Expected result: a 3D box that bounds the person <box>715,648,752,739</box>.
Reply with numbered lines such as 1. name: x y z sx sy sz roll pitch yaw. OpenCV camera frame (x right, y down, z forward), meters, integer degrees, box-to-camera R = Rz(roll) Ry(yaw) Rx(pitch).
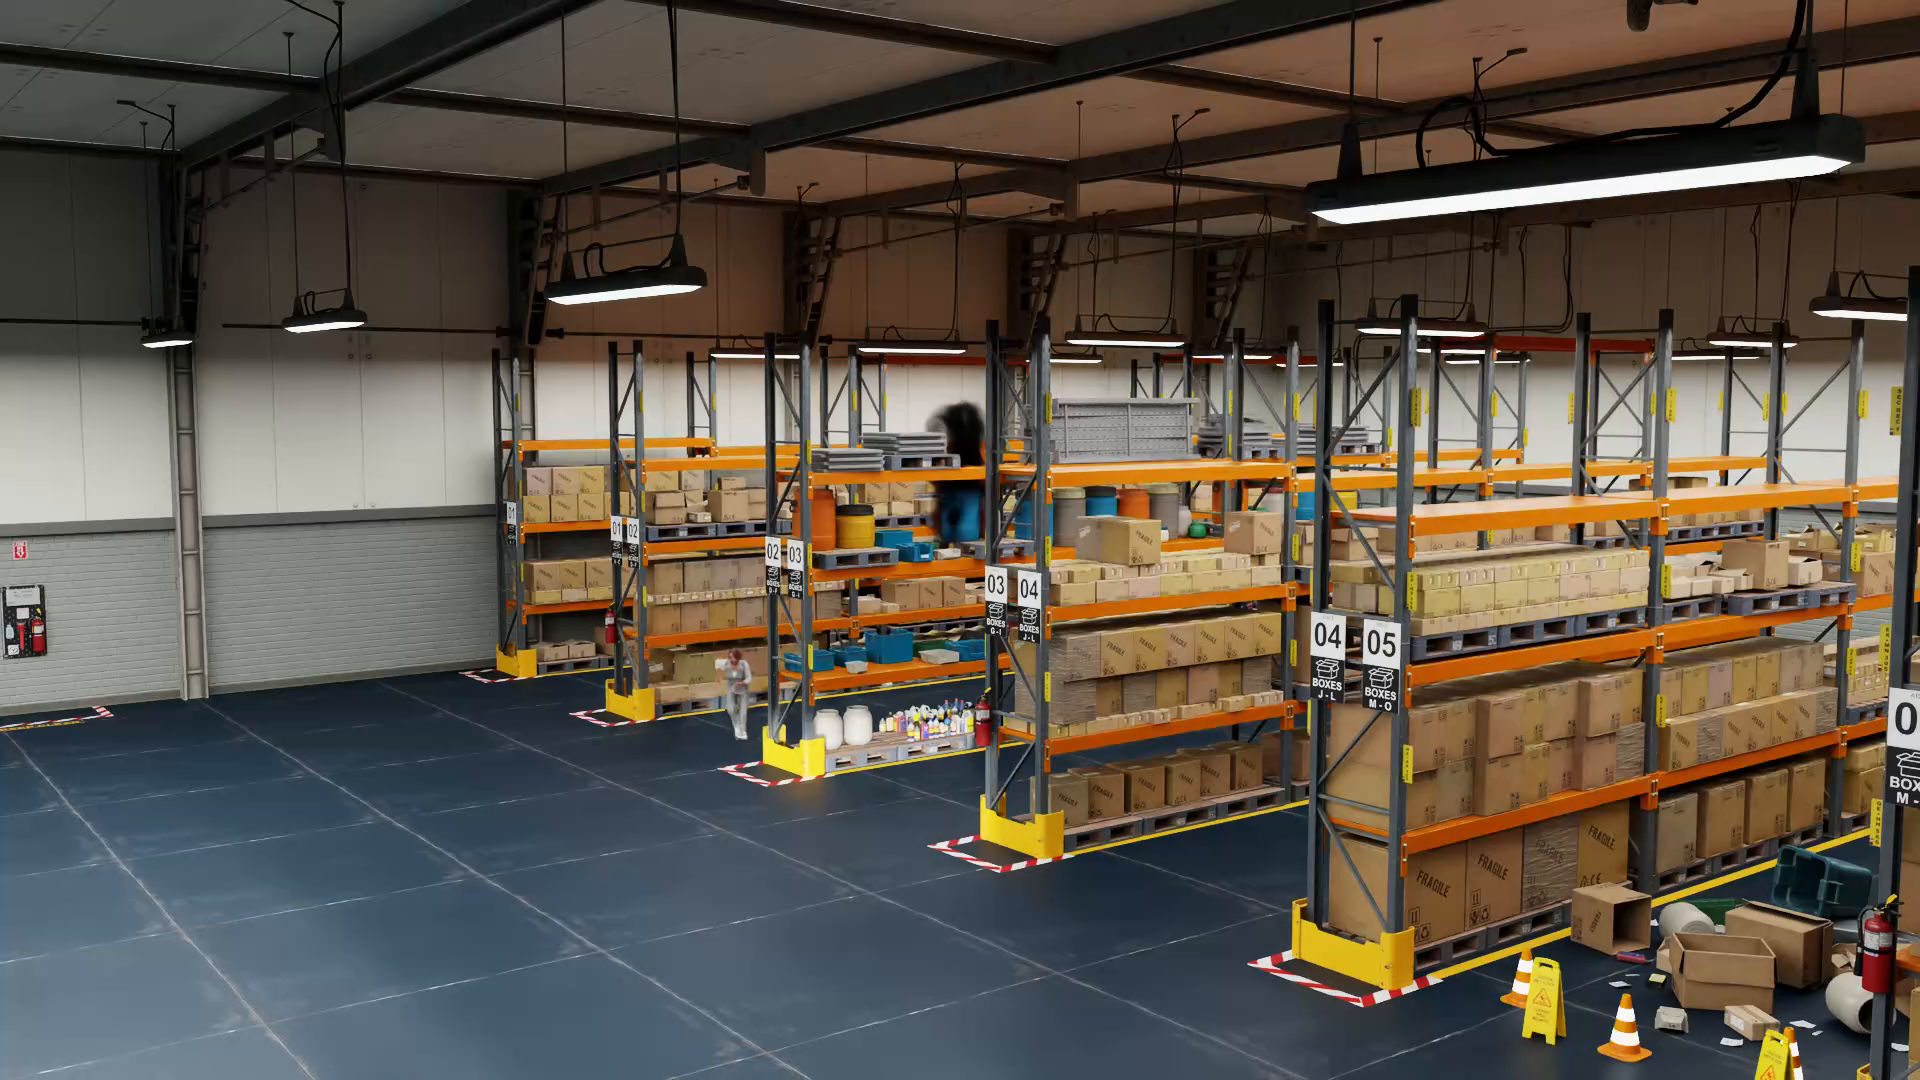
1. person: -3.345 2.275 24.621 0.576 1.437 0.853 0 5 3
